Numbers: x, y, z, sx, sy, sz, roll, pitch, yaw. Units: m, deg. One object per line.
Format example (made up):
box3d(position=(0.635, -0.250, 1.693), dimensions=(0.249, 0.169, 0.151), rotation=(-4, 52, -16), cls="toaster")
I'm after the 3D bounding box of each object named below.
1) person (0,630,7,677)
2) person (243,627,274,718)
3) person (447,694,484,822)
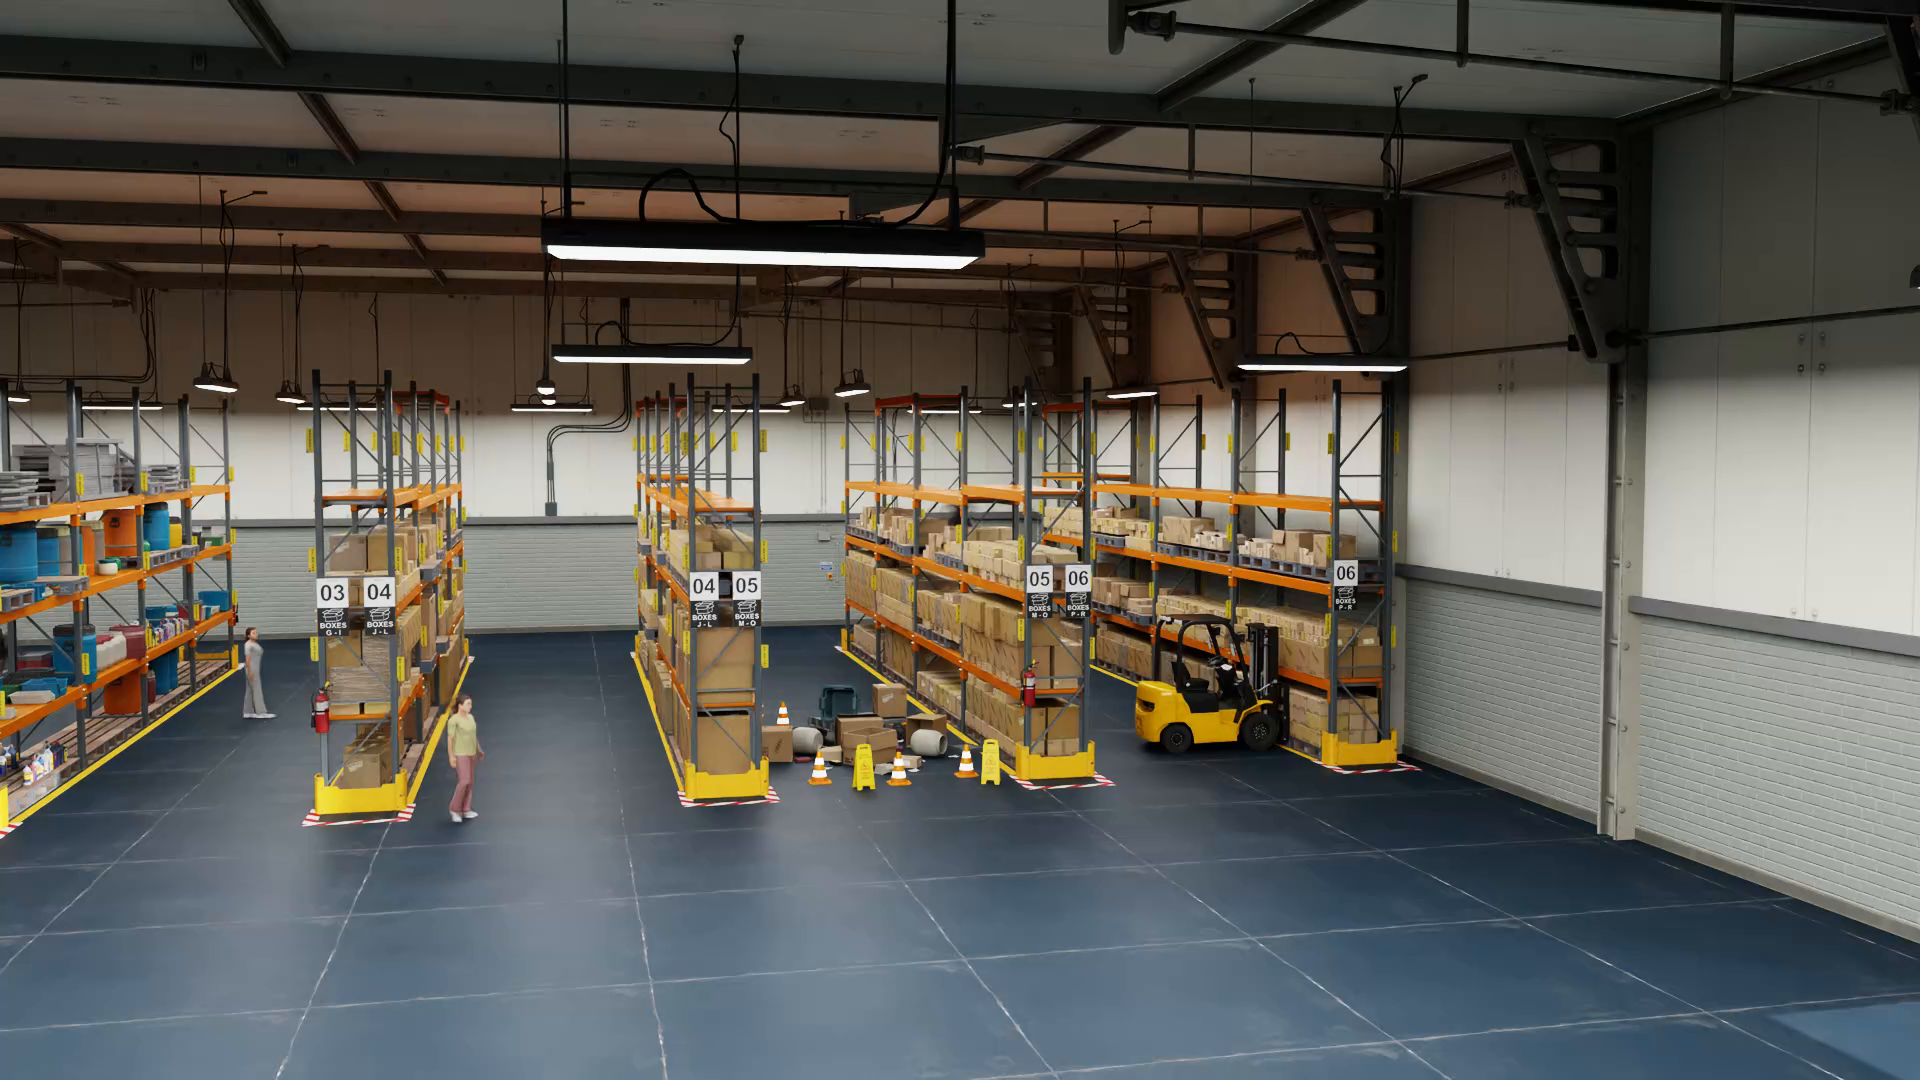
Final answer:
box3d(position=(-18.587, 2.321, 31.923), dimensions=(0.485, 1.683, 1.003), rotation=(0, 3, -8), cls="person")
box3d(position=(-12.823, 2.415, 30.370), dimensions=(0.530, 1.669, 0.478), rotation=(-1, 4, -20), cls="person")
box3d(position=(-6.603, 2.886, 22.195), dimensions=(0.387, 1.675, 0.503), rotation=(1, 4, 22), cls="person")
